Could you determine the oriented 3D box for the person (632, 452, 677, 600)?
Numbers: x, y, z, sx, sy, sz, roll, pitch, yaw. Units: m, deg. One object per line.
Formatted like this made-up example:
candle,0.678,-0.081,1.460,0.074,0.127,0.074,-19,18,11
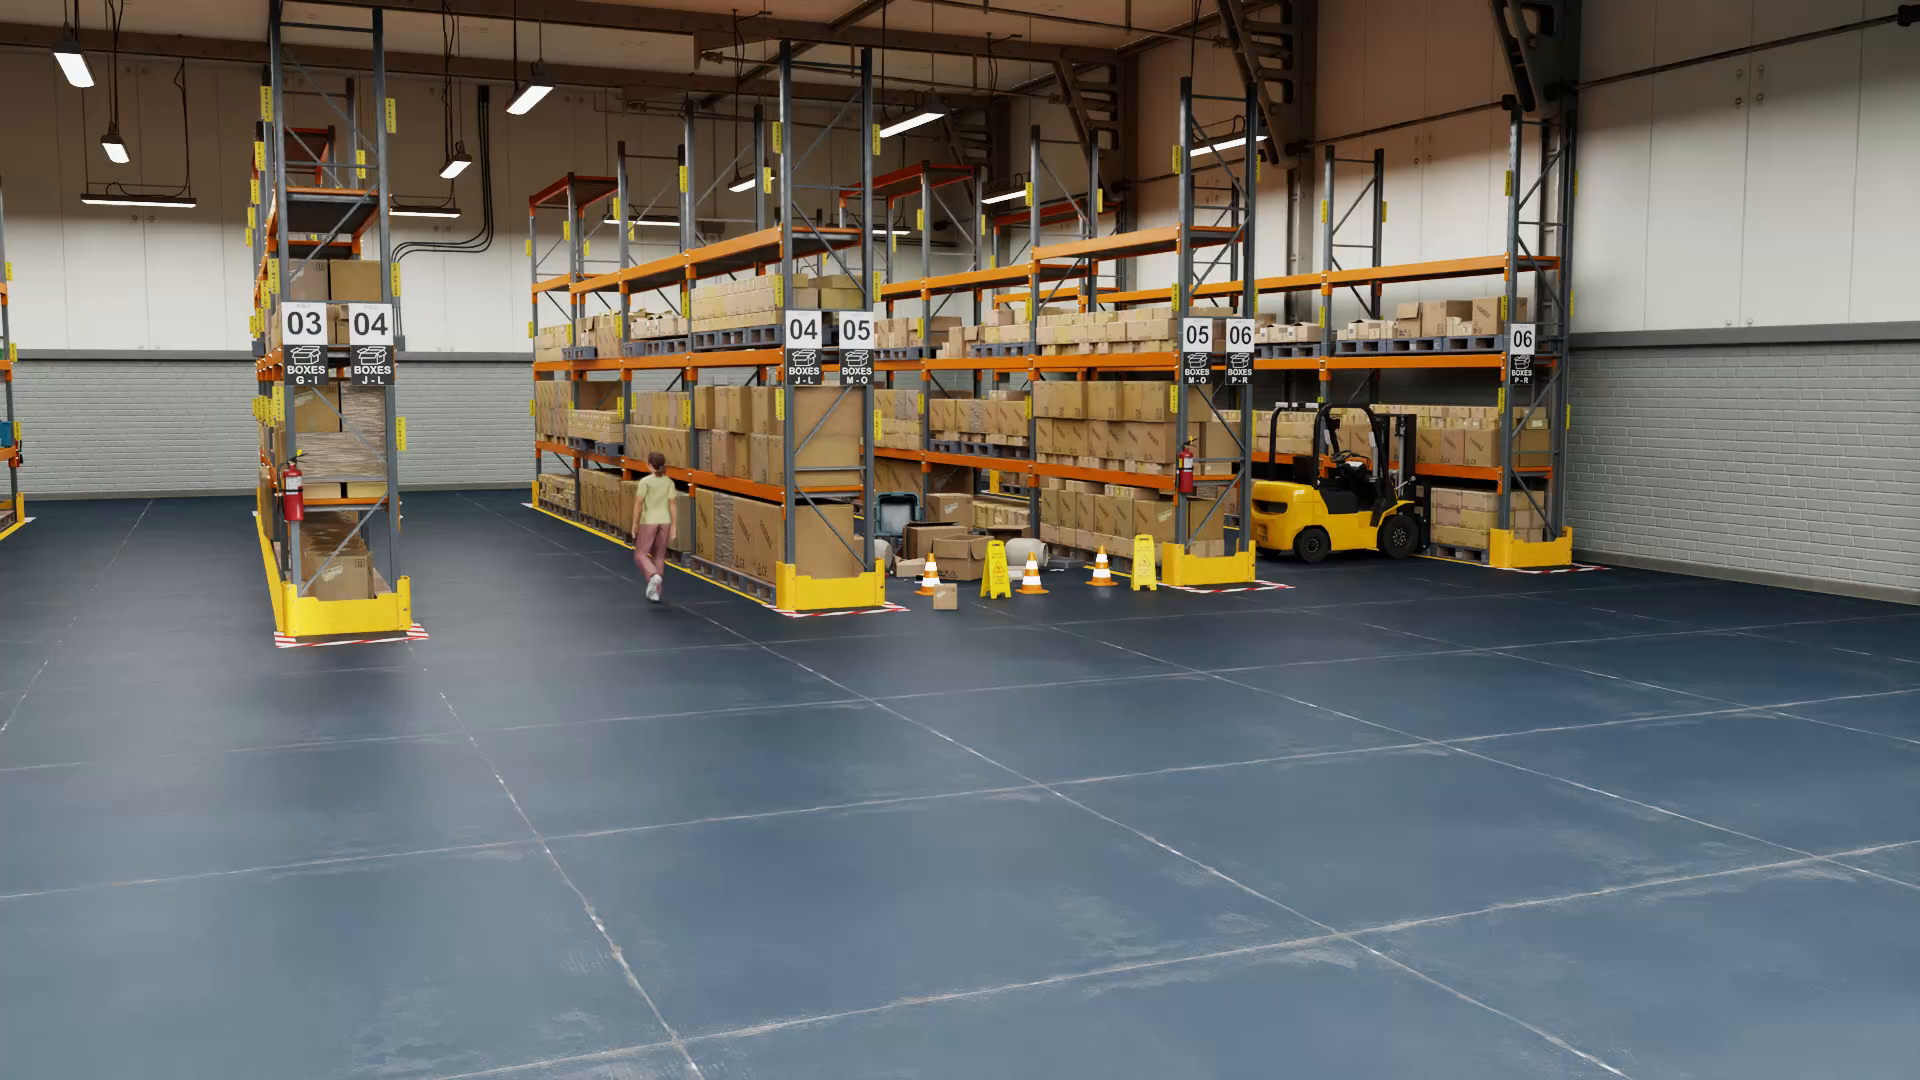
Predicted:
person,-3.356,-0.147,18.342,0.504,1.653,0.681,-3,6,-29
